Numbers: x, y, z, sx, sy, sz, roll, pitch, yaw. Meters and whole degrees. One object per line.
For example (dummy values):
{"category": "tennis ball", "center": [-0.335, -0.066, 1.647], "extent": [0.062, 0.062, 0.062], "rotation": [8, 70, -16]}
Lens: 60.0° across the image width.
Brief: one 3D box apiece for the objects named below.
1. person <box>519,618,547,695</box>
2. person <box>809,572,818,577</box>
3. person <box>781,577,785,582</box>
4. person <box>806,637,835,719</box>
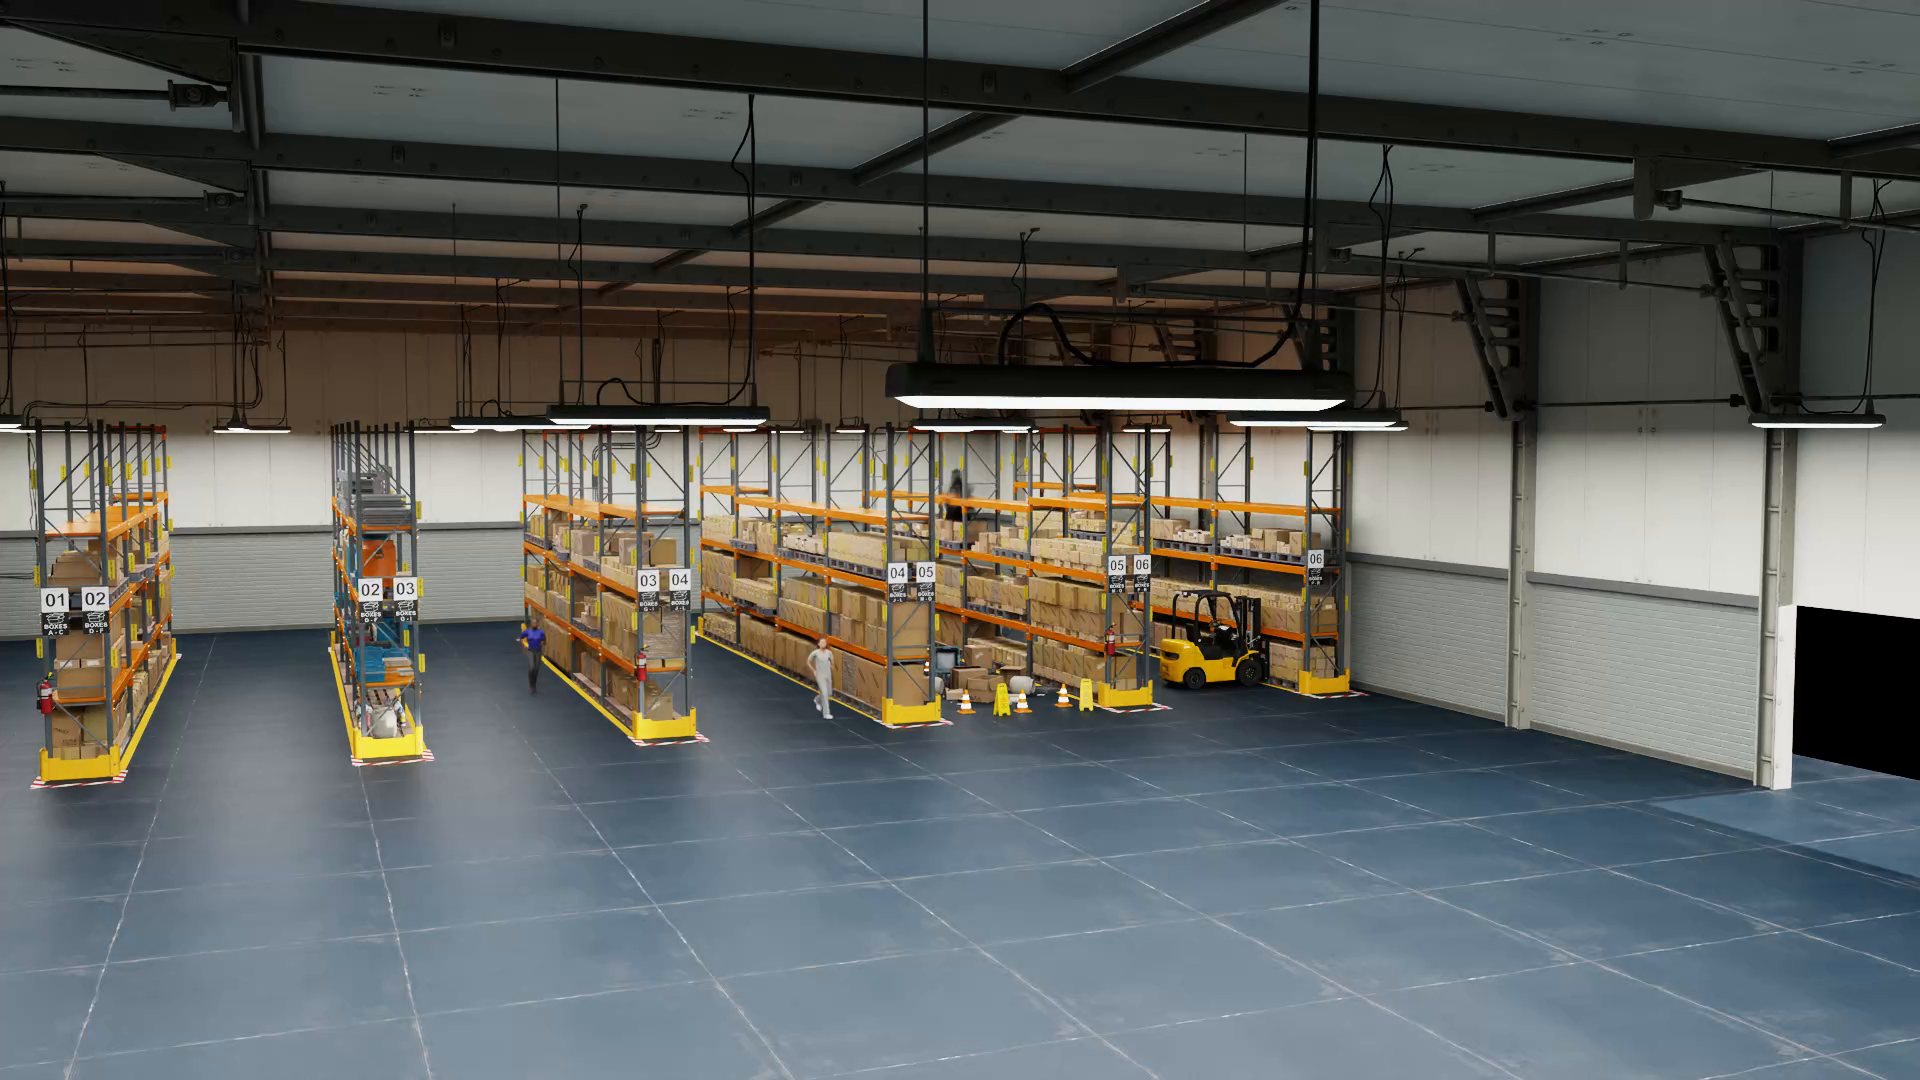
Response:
{"category": "person", "center": [-9.496, 2.592, 37.081], "extent": [0.555, 1.716, 0.742], "rotation": [-2, 4, -29]}
{"category": "person", "center": [-4.402, 1.749, 50.755], "extent": [0.760, 1.657, 0.529], "rotation": [-1, 4, -22]}
{"category": "person", "center": [-5.032, 1.900, 47.722], "extent": [0.681, 1.702, 0.807], "rotation": [-2, 4, -24]}
{"category": "person", "center": [-2.795, 2.785, 33.802], "extent": [0.577, 1.640, 0.807], "rotation": [-2, 4, -33]}
